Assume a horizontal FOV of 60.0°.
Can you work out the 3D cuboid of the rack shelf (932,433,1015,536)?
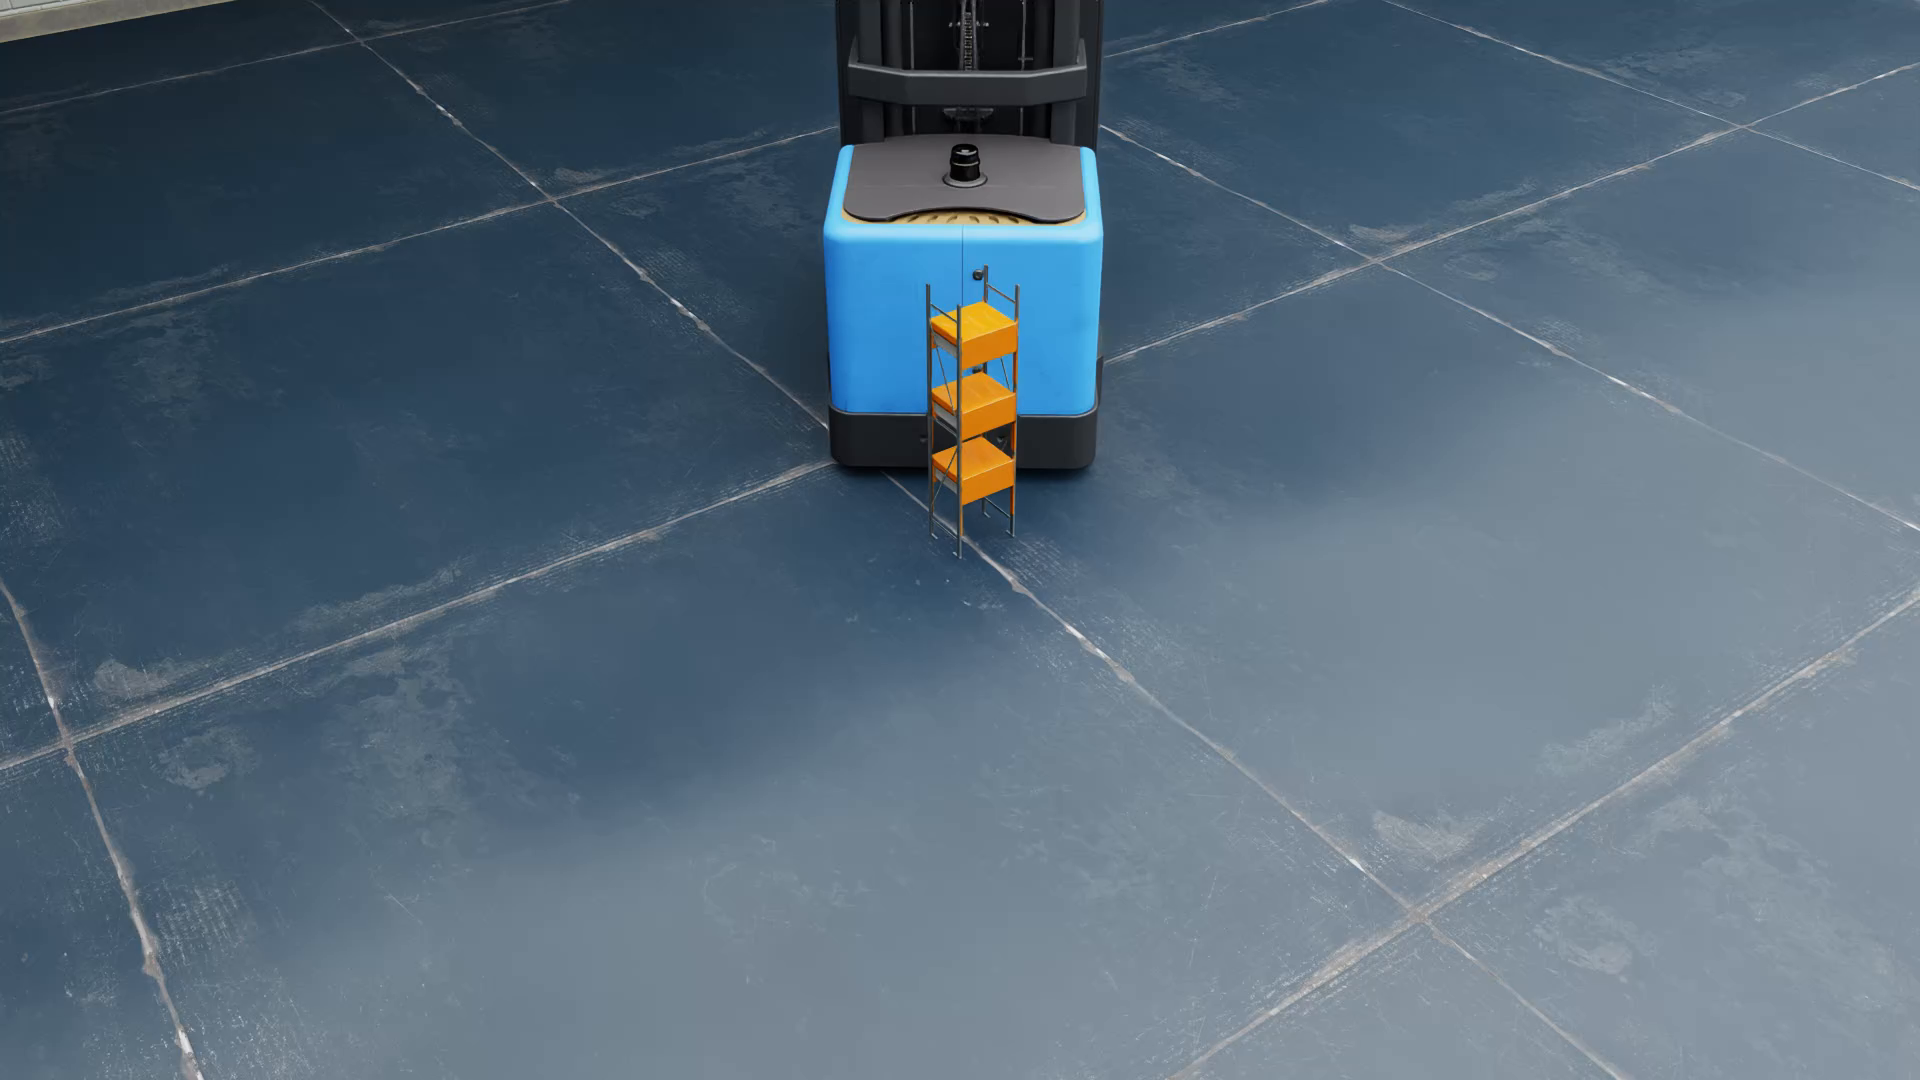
[{"bbox_3d":[0.044,-0.210,6.137,0.240,0.259,0.215,-22,41,-28],"label":"rack shelf"}]

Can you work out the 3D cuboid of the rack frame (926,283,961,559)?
[{"bbox_3d":[-0.056,-0.403,5.911,0.008,1.050,0.200,-22,41,-28],"label":"rack frame"}]

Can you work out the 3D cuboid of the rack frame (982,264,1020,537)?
[{"bbox_3d":[0.143,-0.485,6.026,0.008,1.050,0.200,-22,41,-28],"label":"rack frame"}]

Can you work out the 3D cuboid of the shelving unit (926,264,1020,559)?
[{"bbox_3d":[0.044,-0.444,5.968,0.252,1.050,0.215,-22,41,-28],"label":"shelving unit"}]

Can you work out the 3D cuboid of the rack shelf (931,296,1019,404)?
[{"bbox_3d":[0.044,-0.666,5.809,0.240,0.259,0.215,-22,41,-28],"label":"rack shelf"}]

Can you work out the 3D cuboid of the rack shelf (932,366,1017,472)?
[{"bbox_3d":[0.044,-0.436,5.975,0.240,0.259,0.215,-22,41,-28],"label":"rack shelf"}]

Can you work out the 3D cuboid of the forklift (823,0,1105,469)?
[{"bbox_3d":[0.044,-2.297,6.934,1.130,2.935,3.031,1,36,1],"label":"forklift"}]
